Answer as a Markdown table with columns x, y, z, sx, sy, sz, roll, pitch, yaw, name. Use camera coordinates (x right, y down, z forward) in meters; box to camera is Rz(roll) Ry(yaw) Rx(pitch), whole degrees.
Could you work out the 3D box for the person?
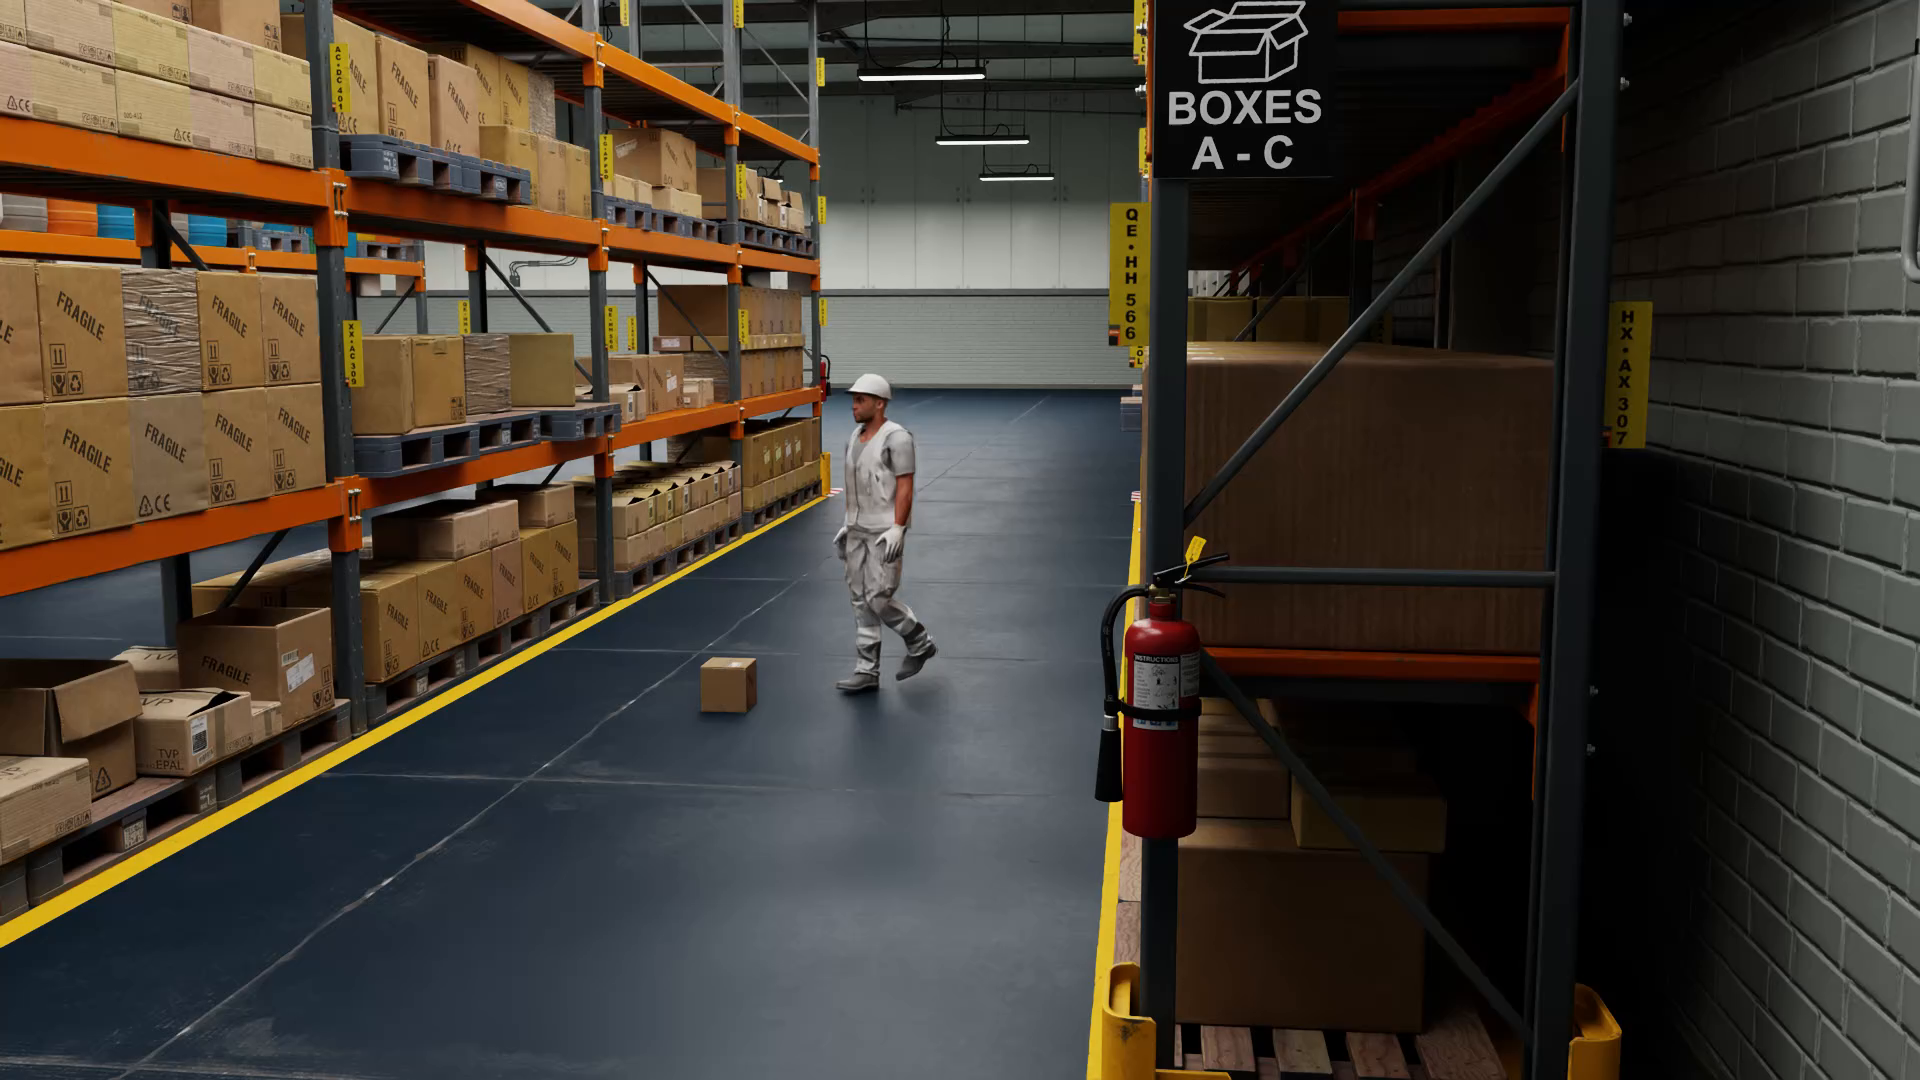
| x | y | z | sx | sy | sz | roll | pitch | yaw | name |
| --- | --- | --- | --- | --- | --- | --- | --- | --- | --- |
| -0.460 | -0.044 | 9.445 | 0.606 | 1.796 | 0.575 | -7 | 10 | -42 | person |
